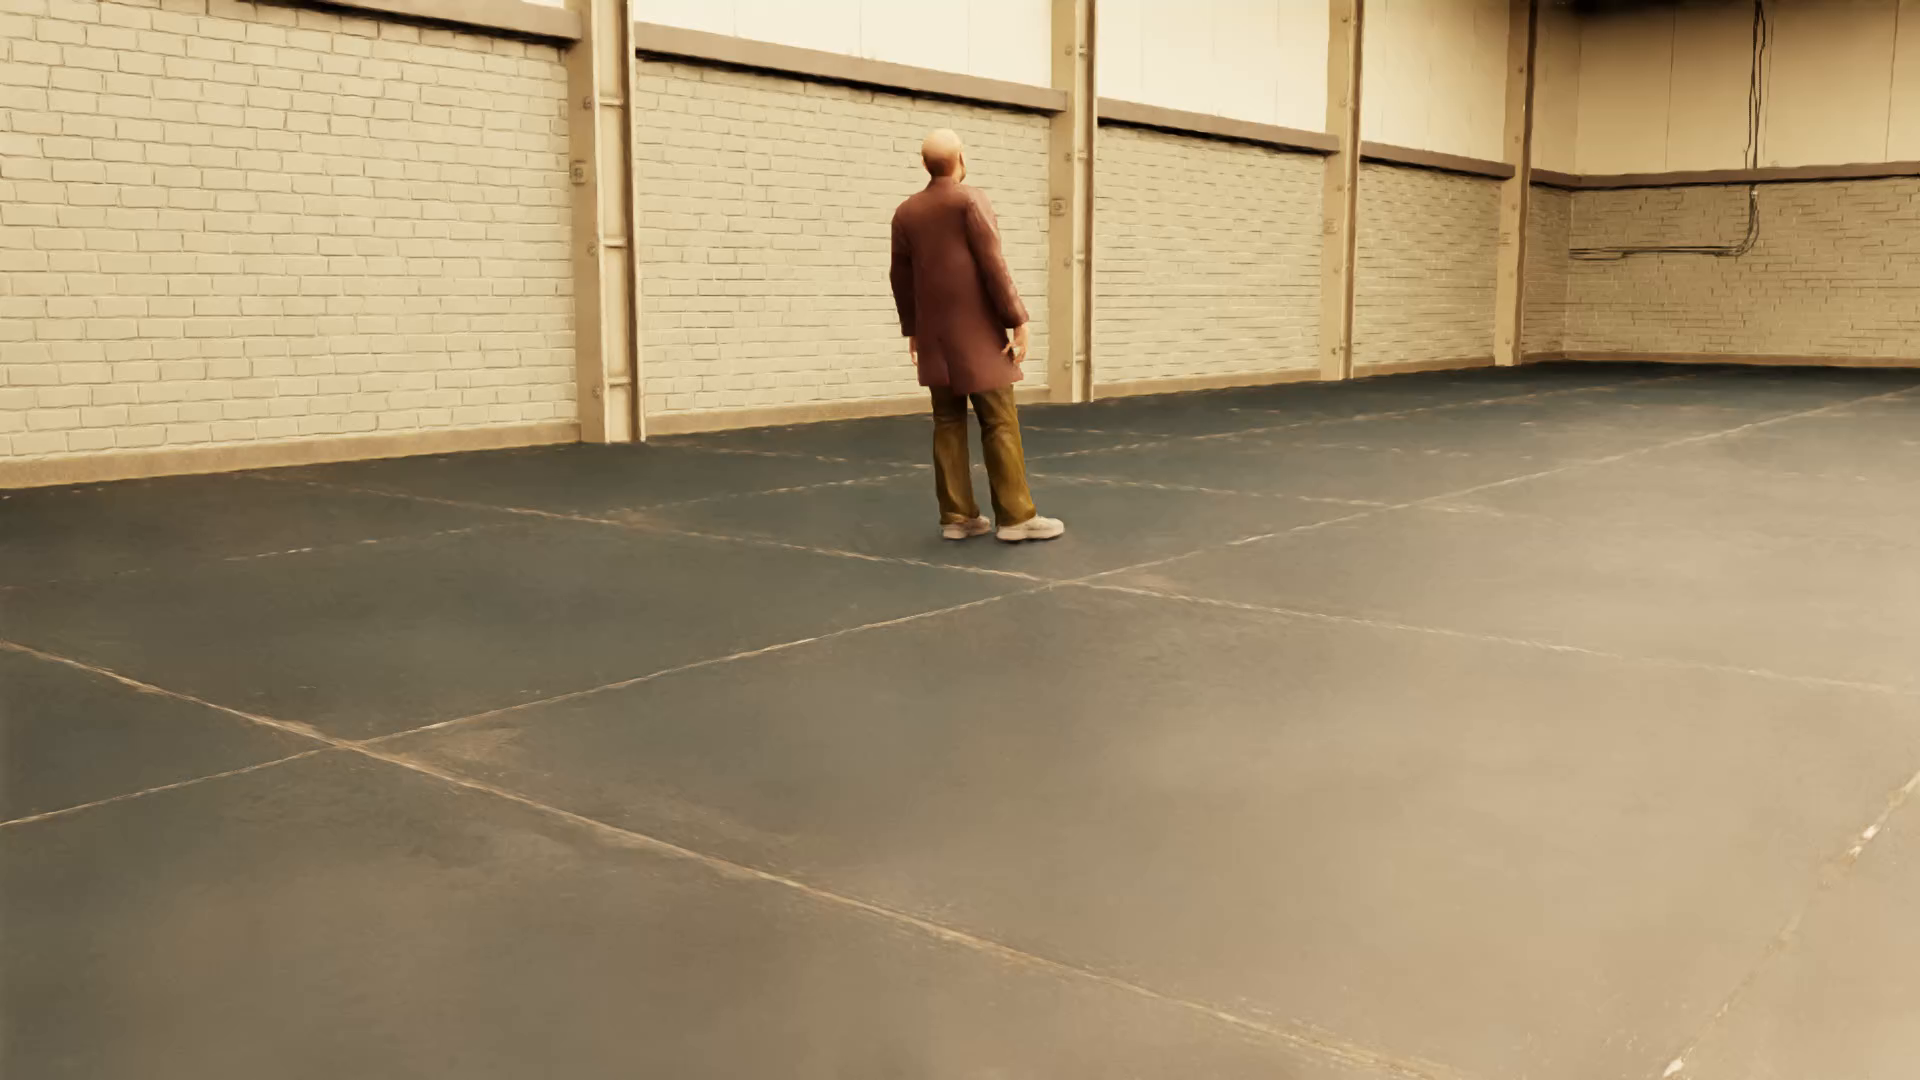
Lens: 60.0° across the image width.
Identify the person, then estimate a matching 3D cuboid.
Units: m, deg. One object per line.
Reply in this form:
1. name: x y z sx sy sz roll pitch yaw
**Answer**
1. person: 0.061 -0.896 7.343 0.694 1.776 0.580 7 11 38
